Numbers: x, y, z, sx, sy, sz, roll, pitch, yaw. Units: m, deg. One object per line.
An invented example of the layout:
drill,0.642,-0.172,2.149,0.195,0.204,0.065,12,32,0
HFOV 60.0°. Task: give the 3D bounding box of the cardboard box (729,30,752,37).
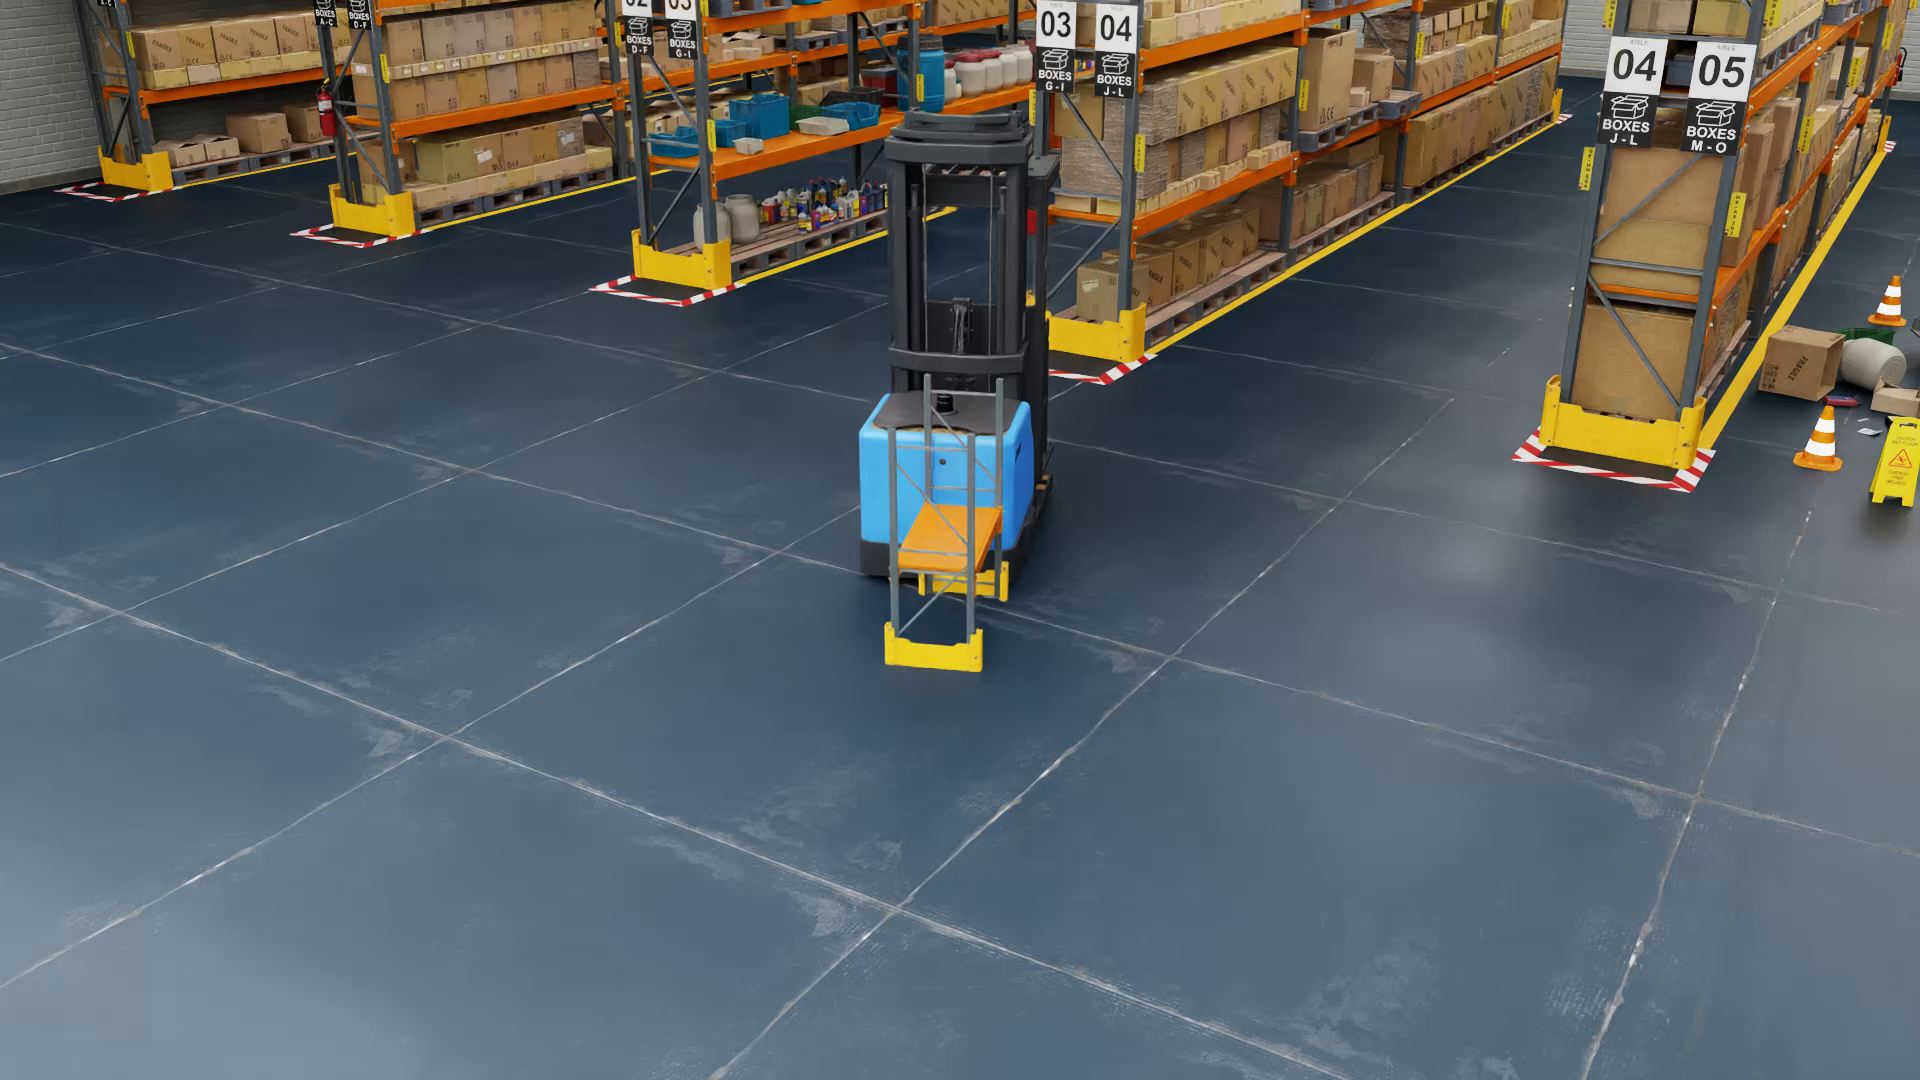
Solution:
cardboard box,-4.333,-9.997,32.868,0.380,0.149,0.250,15,28,31

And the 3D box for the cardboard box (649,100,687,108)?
cardboard box,-4.387,-6.507,25.232,0.500,0.311,0.500,13,27,28

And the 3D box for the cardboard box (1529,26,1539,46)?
cardboard box,8.746,-7.910,26.061,0.500,0.250,0.500,14,27,29

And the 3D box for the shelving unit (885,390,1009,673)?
shelving unit,-0.068,-0.127,10.155,0.587,1.500,1.083,4,24,10

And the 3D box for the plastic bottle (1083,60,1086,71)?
plastic bottle,1.795,-6.973,24.331,0.097,0.201,0.097,0,23,0

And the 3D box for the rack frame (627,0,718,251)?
rack frame,-3.064,-4.219,17.720,1.000,3.000,0.127,14,27,29

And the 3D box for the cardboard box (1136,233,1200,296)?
cardboard box,2.120,-2.850,17.176,0.500,0.500,0.500,17,29,34

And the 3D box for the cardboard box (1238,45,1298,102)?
cardboard box,3.250,-4.963,17.680,0.500,0.500,0.500,14,27,29

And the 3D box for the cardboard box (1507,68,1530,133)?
cardboard box,8.365,-6.959,26.195,0.875,0.875,0.875,14,27,29

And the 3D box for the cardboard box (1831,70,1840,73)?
cardboard box,10.205,-5.447,19.595,0.380,0.149,0.250,14,27,29

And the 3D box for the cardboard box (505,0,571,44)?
cardboard box,-5.654,-6.928,22.218,0.700,0.500,0.500,14,27,29

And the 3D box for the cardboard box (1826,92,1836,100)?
cardboard box,9.950,-5.143,19.267,0.380,0.149,0.250,15,28,31

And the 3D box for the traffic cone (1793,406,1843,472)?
traffic cone,6.791,-0.825,13.074,0.336,0.463,0.334,14,27,29

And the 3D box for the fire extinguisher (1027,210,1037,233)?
fire extinguisher,0.692,-3.204,15.472,0.296,0.674,0.183,14,27,29

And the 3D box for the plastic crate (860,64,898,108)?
plastic crate,-0.958,-5.826,21.352,0.402,0.464,0.583,14,27,29

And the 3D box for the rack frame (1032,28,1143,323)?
rack frame,1.144,-3.181,15.323,1.000,3.000,0.127,14,27,29

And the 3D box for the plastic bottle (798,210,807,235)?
plastic bottle,-1.843,-3.716,19.438,0.097,0.271,0.097,0,23,0

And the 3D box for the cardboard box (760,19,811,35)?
cardboard box,-2.814,-8.433,26.800,0.700,0.500,0.500,5,24,11

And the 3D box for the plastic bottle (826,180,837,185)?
plastic bottle,-1.642,-4.391,20.991,0.152,0.276,0.135,15,28,31

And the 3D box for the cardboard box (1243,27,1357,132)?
cardboard box,3.792,-5.238,18.790,1.000,1.000,1.000,14,27,29

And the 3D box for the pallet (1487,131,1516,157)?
pallet,7.941,-6.192,25.787,1.003,0.211,1.213,14,27,29

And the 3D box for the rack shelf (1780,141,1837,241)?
rack shelf,8.469,-3.803,17.664,1.077,0.370,4.000,14,27,29

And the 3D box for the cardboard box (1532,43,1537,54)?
cardboard box,8.869,-7.761,26.218,0.380,0.149,0.250,14,27,30

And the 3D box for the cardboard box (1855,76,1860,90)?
cardboard box,11.323,-5.888,21.363,0.380,0.149,0.250,14,27,29

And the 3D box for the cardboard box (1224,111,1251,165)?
cardboard box,2.492,-4.223,17.230,0.875,0.500,0.500,14,27,29

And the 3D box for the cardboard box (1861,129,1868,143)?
cardboard box,12.601,-5.726,23.512,0.380,0.149,0.250,15,27,30

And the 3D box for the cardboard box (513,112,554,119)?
cardboard box,-5.928,-5.622,22.950,0.500,0.500,0.500,14,27,29

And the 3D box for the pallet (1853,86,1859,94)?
pallet,11.108,-5.842,21.711,1.003,0.211,1.213,14,27,29

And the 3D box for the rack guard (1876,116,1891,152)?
rack guard,13.704,-6.335,25.755,1.175,0.500,0.348,14,27,29

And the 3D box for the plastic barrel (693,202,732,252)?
plastic barrel,-2.782,-3.508,18.681,0.421,0.512,0.421,0,23,0

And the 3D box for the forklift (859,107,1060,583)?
forklift,0.094,-1.608,11.775,1.130,2.935,3.031,4,24,9

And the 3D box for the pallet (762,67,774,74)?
pallet,-4.040,-9.719,33.936,1.003,0.211,1.213,14,27,29

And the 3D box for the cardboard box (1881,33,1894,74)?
cardboard box,12.661,-6.786,23.148,0.500,0.500,0.500,13,27,28

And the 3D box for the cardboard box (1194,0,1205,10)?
cardboard box,2.069,-5.053,15.557,0.380,0.149,0.250,14,27,29

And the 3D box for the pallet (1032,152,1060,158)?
pallet,0.714,-5.386,23.926,1.003,0.211,1.213,14,27,29

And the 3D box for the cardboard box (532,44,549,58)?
cardboard box,-5.660,-6.472,21.983,0.380,0.149,0.250,14,27,29

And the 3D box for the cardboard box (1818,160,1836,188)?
cardboard box,10.094,-4.379,19.765,0.500,0.250,0.500,13,26,27

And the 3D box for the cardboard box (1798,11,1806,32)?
cardboard box,6.823,-4.337,13.879,0.380,0.149,0.250,14,27,28

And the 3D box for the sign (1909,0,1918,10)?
sign,14.205,-8.061,24.740,0.100,0.325,0.005,14,27,29

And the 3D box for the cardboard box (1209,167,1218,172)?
cardboard box,2.390,-3.710,16.861,0.380,0.149,0.250,14,27,29

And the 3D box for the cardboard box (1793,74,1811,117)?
cardboard box,8.208,-4.476,16.929,0.700,0.500,0.500,14,27,29

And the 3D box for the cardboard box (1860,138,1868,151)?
cardboard box,12.749,-5.678,23.777,0.380,0.149,0.250,14,27,29

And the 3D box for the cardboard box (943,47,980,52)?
cardboard box,0.046,-9.000,31.353,0.797,0.503,0.637,14,27,29

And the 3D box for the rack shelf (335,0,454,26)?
rack shelf,-6.215,-6.980,21.227,1.077,0.370,4.000,14,27,29

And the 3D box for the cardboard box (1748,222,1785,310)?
cardboard box,7.665,-2.846,16.853,1.050,0.750,0.750,14,27,29

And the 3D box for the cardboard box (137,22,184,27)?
cardboard box,-11.139,-6.951,23.251,0.500,0.500,0.500,14,27,30

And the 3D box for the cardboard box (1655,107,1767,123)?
cardboard box,6.325,-3.361,14.190,0.875,0.550,0.500,14,27,29

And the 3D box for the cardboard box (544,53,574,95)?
cardboard box,-5.662,-6.324,22.456,0.700,0.500,0.500,14,27,28

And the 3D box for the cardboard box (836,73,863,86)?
cardboard box,-1.756,-7.630,28.193,0.500,0.500,0.500,13,27,27

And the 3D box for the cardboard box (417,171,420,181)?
cardboard box,-6.985,-4.603,21.541,0.500,0.250,0.500,14,27,29

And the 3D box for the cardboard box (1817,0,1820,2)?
cardboard box,7.373,-4.921,14.725,0.500,0.250,0.500,14,27,28

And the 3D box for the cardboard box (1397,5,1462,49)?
cardboard box,6.458,-7.078,22.936,0.797,0.503,0.637,15,27,31

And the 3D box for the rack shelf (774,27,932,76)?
rack shelf,-1.995,-8.303,28.060,1.077,0.370,4.000,14,27,29

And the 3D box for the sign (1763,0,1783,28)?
sign,5.773,-3.803,11.784,0.100,0.325,0.005,14,27,29

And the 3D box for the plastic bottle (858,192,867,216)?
plastic bottle,-1.201,-4.118,20.353,0.061,0.283,0.133,16,28,32

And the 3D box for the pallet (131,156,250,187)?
pallet,-10.982,-5.308,23.746,1.003,0.211,1.213,14,27,29

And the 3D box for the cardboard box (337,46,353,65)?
cardboard box,-9.363,-7.362,25.145,0.500,0.250,0.500,14,27,29

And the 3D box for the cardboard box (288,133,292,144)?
cardboard box,-10.231,-6.003,24.876,0.380,0.149,0.250,12,26,25

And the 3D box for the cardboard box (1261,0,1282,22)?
cardboard box,2.951,-5.456,16.991,0.500,0.250,0.500,15,27,30
